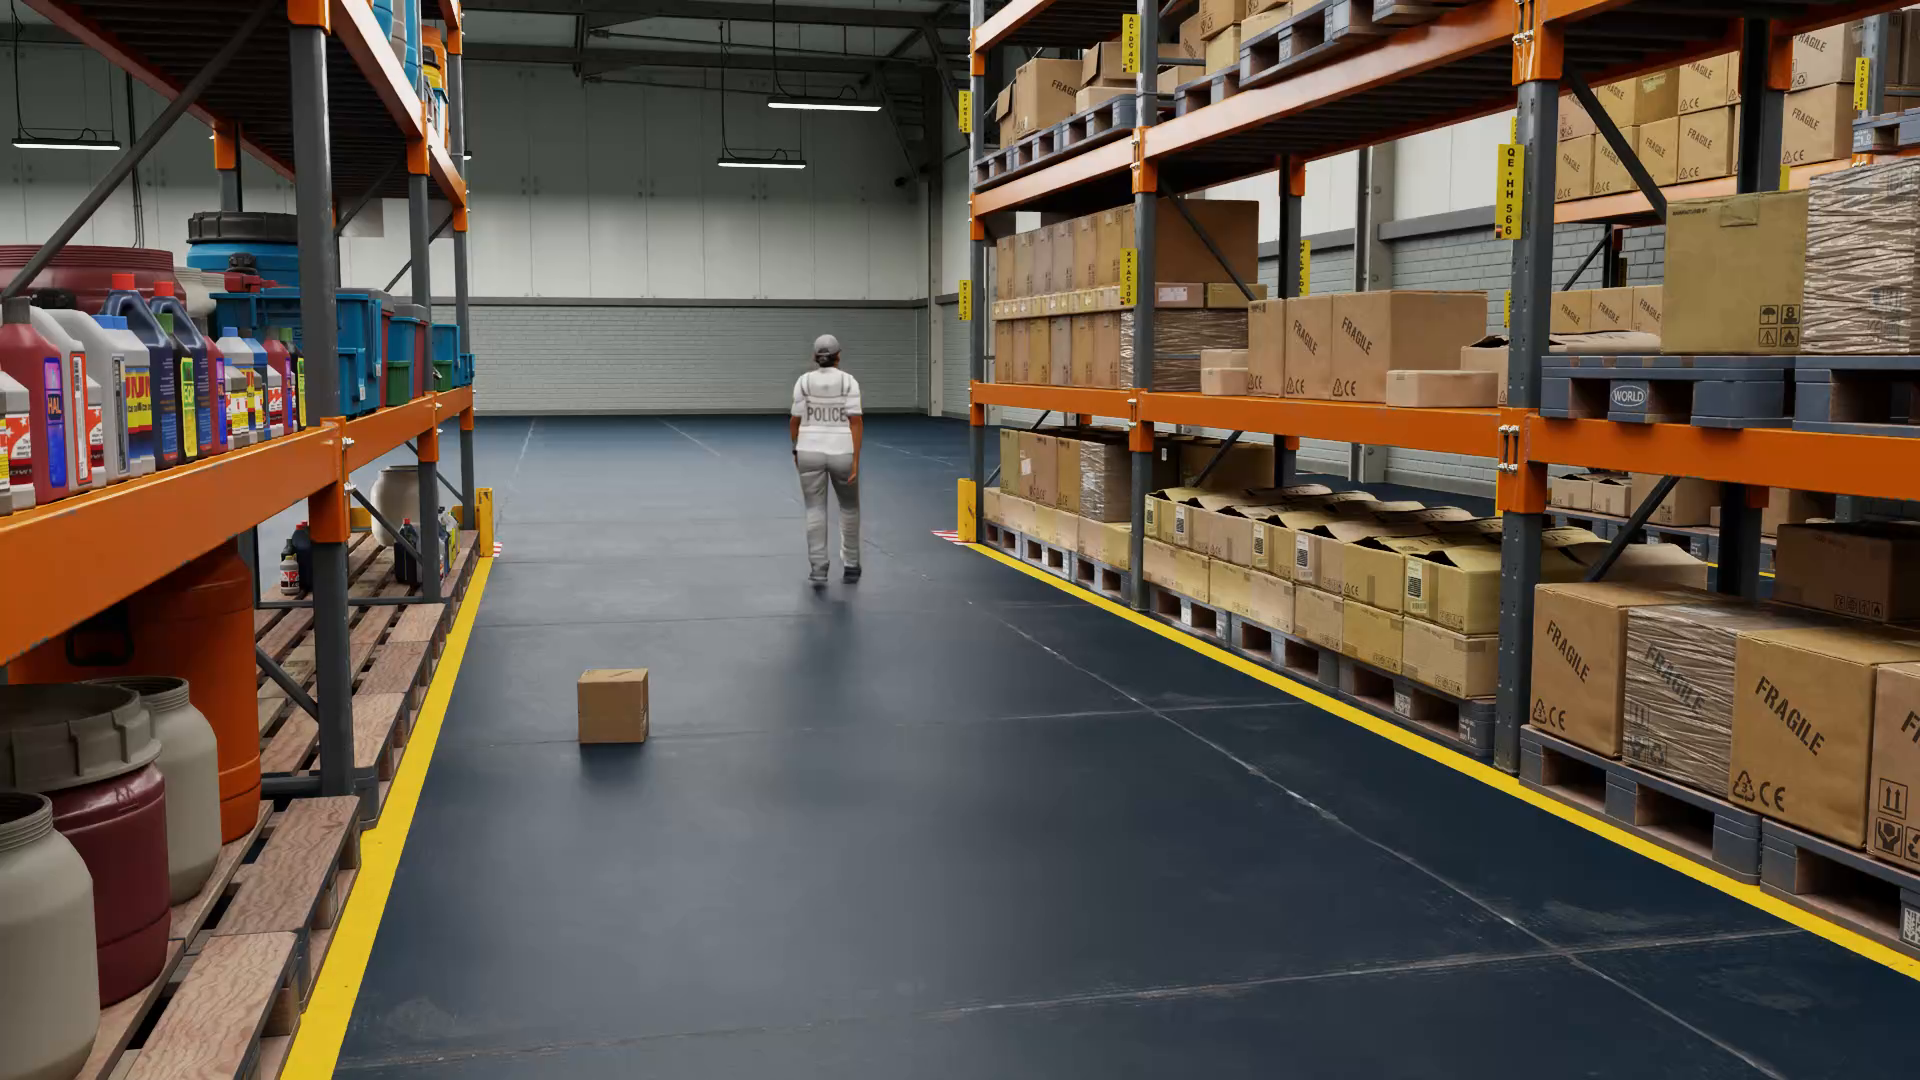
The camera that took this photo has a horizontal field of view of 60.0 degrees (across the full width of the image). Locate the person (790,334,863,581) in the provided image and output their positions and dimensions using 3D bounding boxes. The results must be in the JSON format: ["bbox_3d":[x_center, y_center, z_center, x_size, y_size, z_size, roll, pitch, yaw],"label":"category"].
[{"bbox_3d":[-0.897,-0.558,11.224,0.490,1.643,0.850,0,6,-3],"label":"person"}]
